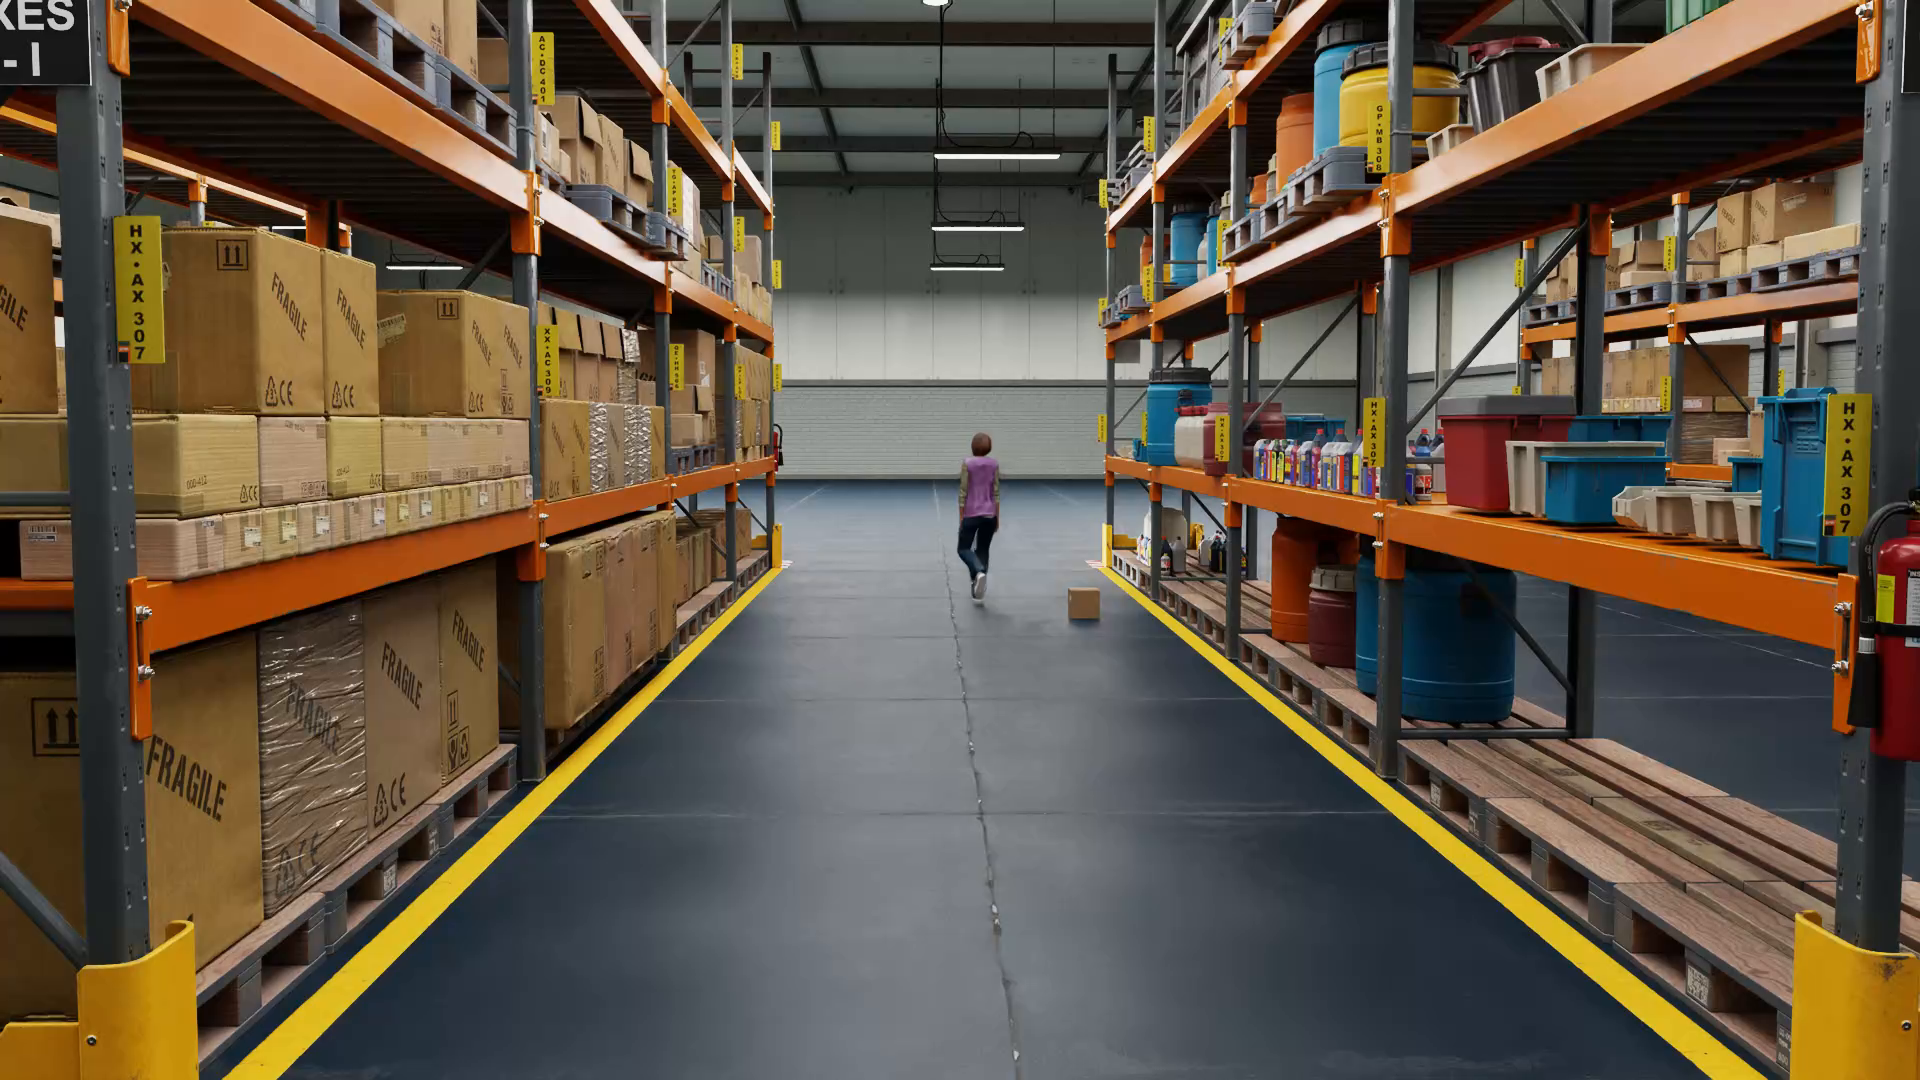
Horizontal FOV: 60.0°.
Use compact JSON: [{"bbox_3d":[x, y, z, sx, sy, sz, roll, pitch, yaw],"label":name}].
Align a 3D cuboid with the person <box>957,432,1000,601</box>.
[{"bbox_3d":[0.188,-0.206,15.418,0.411,1.581,0.557,-1,4,-18],"label":"person"}]
